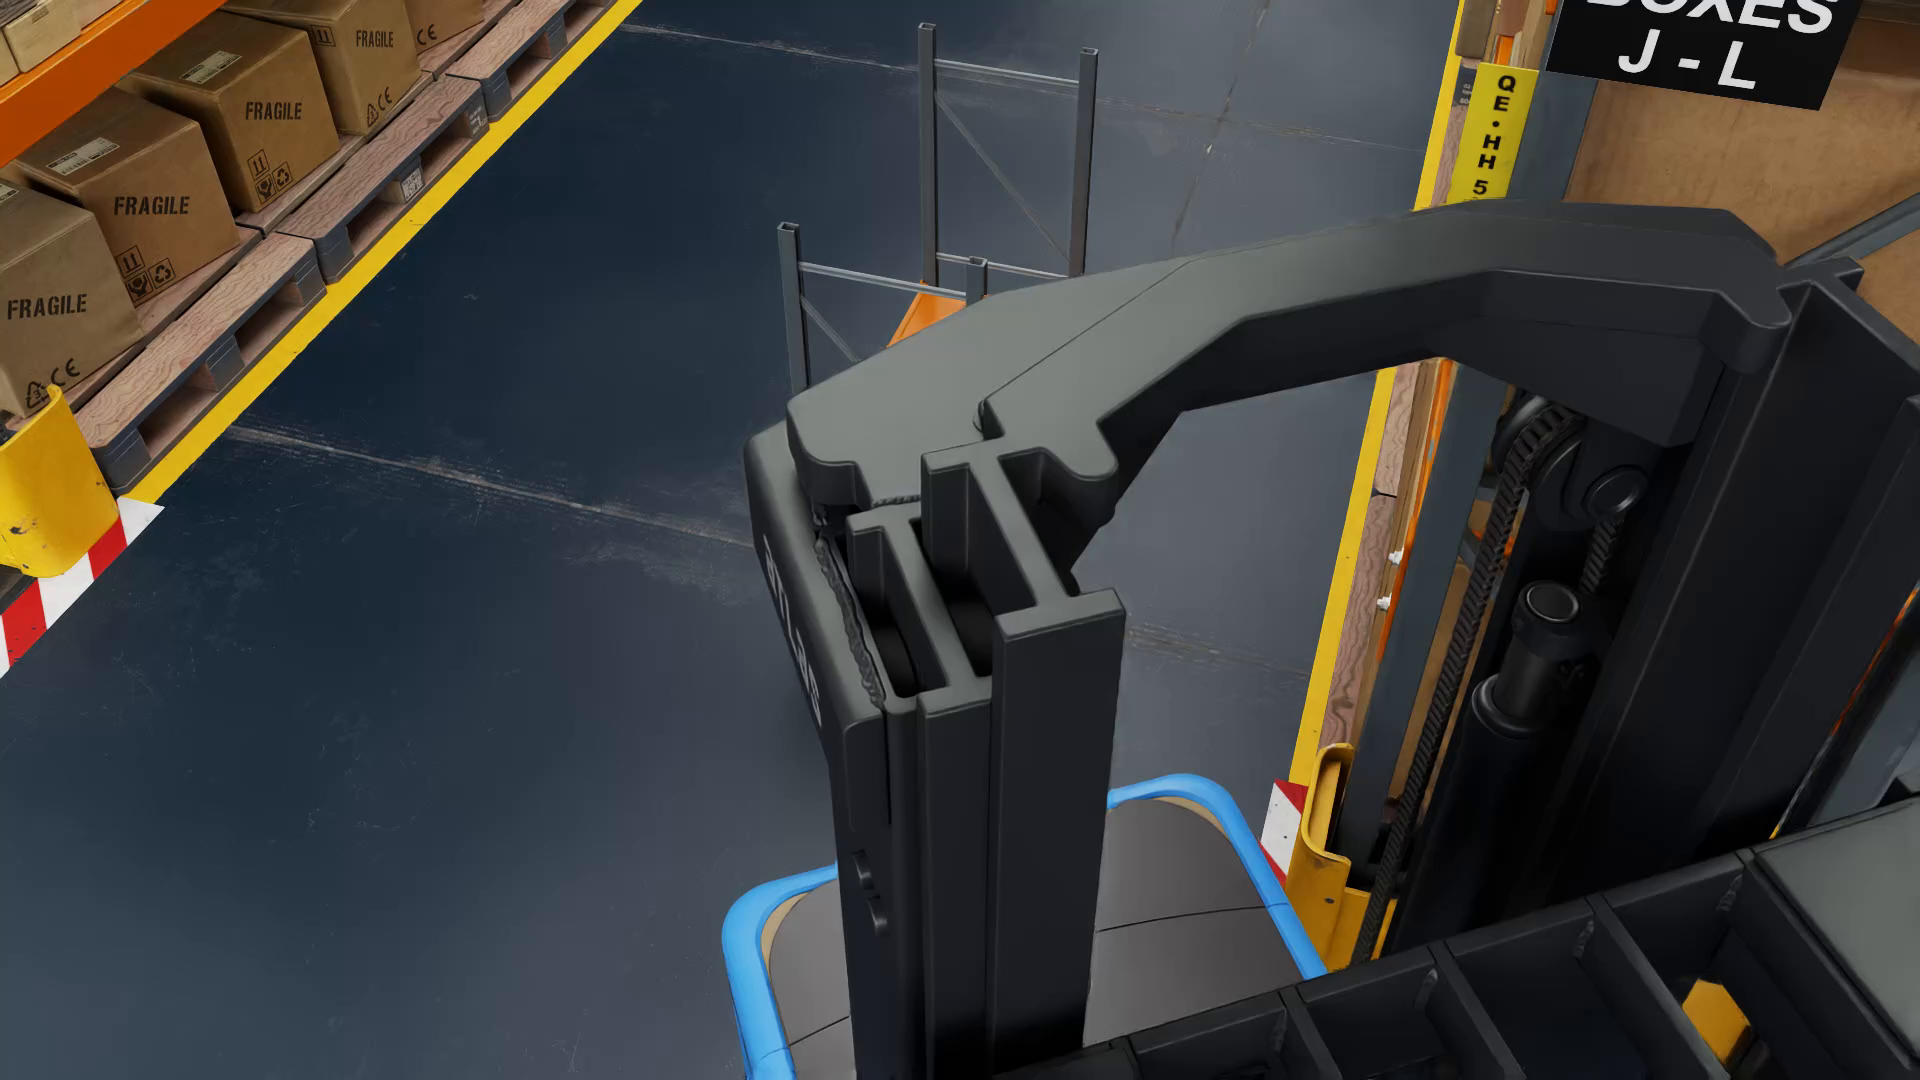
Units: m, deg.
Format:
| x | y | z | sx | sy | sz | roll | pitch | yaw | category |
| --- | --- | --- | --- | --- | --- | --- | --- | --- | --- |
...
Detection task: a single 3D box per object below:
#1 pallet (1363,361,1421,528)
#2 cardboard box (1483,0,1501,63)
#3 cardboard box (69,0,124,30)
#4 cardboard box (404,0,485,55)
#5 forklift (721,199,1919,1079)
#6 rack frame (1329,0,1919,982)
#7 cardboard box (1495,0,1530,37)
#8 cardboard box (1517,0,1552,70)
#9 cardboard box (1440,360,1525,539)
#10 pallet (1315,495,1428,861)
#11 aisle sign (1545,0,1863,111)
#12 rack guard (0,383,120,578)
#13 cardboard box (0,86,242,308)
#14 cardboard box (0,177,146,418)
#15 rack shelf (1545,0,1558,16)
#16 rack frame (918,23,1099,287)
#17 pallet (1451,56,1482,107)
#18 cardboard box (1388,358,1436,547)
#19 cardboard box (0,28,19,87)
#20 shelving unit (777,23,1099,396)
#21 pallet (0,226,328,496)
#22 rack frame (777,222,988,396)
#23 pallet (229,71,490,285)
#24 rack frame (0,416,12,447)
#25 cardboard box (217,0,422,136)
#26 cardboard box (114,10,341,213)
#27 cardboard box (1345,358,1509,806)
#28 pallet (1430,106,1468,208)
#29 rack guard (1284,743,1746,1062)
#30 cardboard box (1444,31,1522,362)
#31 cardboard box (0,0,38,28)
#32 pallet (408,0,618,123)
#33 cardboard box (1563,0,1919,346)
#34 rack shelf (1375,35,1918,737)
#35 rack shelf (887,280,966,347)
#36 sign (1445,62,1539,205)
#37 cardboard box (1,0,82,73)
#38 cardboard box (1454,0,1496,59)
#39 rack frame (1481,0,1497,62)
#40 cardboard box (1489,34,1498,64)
| x | y | z | sx | sy | sz | roll | pitch | yaw | category |
| --- | --- | --- | --- | --- | --- | --- | --- | --- | --- |
| 1.928 | -0.376 | 5.483 | 1.003 | 0.211 | 1.213 | 13 | 46 | 13 | pallet |
| 2.343 | -1.665 | 6.026 | 0.875 | 0.875 | 0.875 | 13 | 46 | 13 | cardboard box |
| -2.754 | -1.677 | 4.999 | 0.380 | 0.149 | 0.250 | 13 | 46 | 13 | cardboard box |
| -2.421 | -2.412 | 7.057 | 0.500 | 0.500 | 0.500 | 27 | 50 | 25 | cardboard box |
| 0.486 | 1.247 | 1.880 | 1.130 | 2.935 | 3.031 | -13 | 46 | -13 | forklift |
| 1.389 | -0.013 | 3.118 | 1.000 | 3.000 | 0.127 | 13 | 46 | 13 | rack frame |
| 2.080 | -1.777 | 4.815 | 0.875 | 0.550 | 0.550 | 13 | 46 | 13 | cardboard box |
| 1.617 | -1.077 | 3.327 | 0.875 | 0.550 | 0.550 | 13 | 46 | 13 | cardboard box |
| 1.458 | -0.323 | 3.328 | 0.875 | 0.550 | 0.550 | 13 | 46 | 13 | cardboard box |
| 1.557 | 0.435 | 4.655 | 1.003 | 0.211 | 1.213 | 13 | 46 | 13 | pallet |
| 1.082 | -0.958 | 2.226 | 0.394 | 0.787 | 0.004 | 13 | 46 | 13 | aisle sign |
| -3.284 | -0.288 | 5.187 | 1.175 | 0.500 | 0.348 | 13 | 46 | 13 | rack guard |
| -2.954 | -1.206 | 5.824 | 0.500 | 0.500 | 0.500 | 24 | 49 | 23 | cardboard box |
| -3.102 | -0.800 | 5.410 | 0.500 | 0.500 | 0.500 | 21 | 48 | 20 | cardboard box |
| 1.995 | -2.161 | 3.683 | 1.077 | 0.370 | 4.000 | 13 | 46 | 13 | rack shelf |
| 0.128 | -0.818 | 5.014 | 0.500 | 1.500 | 0.032 | 13 | 46 | 13 | rack frame |
| 2.762 | -2.212 | 7.360 | 1.003 | 0.211 | 1.213 | 13 | 46 | 13 | pallet |
| 1.796 | -0.456 | 4.790 | 0.875 | 0.875 | 0.875 | 12 | 46 | 12 | cardboard box |
| -2.900 | -1.343 | 4.657 | 0.380 | 0.149 | 0.250 | 13 | 46 | 13 | cardboard box |
| -0.023 | -0.485 | 4.674 | 0.587 | 1.500 | 1.083 | 13 | 46 | 13 | shelving unit |
| -3.004 | -0.718 | 5.833 | 1.003 | 0.211 | 1.213 | 13 | 46 | 13 | pallet |
| -0.180 | -0.140 | 4.321 | 0.500 | 1.500 | 0.032 | 13 | 46 | 13 | rack frame |
| -2.633 | -1.529 | 6.662 | 1.003 | 0.211 | 1.213 | 13 | 46 | 13 | pallet |
| -3.307 | -1.130 | 4.261 | 1.000 | 3.000 | 0.127 | 13 | 46 | 13 | rack frame |
| -2.534 | -1.981 | 6.617 | 0.500 | 0.500 | 0.500 | 9 | 45 | 9 | cardboard box |
| -2.746 | -1.619 | 6.247 | 0.500 | 0.500 | 0.500 | 17 | 47 | 16 | cardboard box |
| 1.532 | 0.131 | 4.191 | 0.875 | 0.875 | 0.875 | 13 | 46 | 13 | cardboard box |
| 2.296 | -1.192 | 6.317 | 1.003 | 0.211 | 1.213 | 13 | 46 | 13 | pallet |
| 1.382 | 0.897 | 3.976 | 1.175 | 0.500 | 0.348 | 13 | 46 | 13 | rack guard |
| 1.604 | -0.694 | 3.708 | 0.875 | 0.550 | 0.550 | 13 | 46 | 13 | cardboard box |
| -3.114 | -1.633 | 4.490 | 0.875 | 0.500 | 0.500 | 13 | 46 | 13 | cardboard box |
| -2.266 | -2.345 | 7.495 | 1.003 | 0.211 | 1.213 | 13 | 46 | 13 | pallet |
| 1.539 | -0.691 | 2.932 | 0.875 | 0.550 | 0.550 | 13 | 46 | 13 | cardboard box |
| 1.995 | -1.089 | 4.732 | 1.077 | 0.370 | 4.000 | 13 | 46 | 13 | rack shelf |
| -0.026 | -0.351 | 4.793 | 0.538 | 0.185 | 1.000 | 13 | 46 | 13 | rack shelf |
| 0.876 | -0.635 | 2.757 | 0.100 | 0.325 | 0.005 | 13 | 46 | 13 | sign |
| -2.810 | -1.506 | 4.824 | 0.380 | 0.149 | 0.250 | 13 | 46 | 13 | cardboard box |
| 2.703 | -2.458 | 6.925 | 1.050 | 0.750 | 0.750 | 12 | 46 | 12 | cardboard box |
| 2.601 | -2.679 | 5.843 | 1.000 | 3.000 | 0.127 | 13 | 46 | 13 | rack frame |
| 2.074 | -1.063 | 5.411 | 0.875 | 0.875 | 0.875 | 13 | 46 | 13 | cardboard box |
